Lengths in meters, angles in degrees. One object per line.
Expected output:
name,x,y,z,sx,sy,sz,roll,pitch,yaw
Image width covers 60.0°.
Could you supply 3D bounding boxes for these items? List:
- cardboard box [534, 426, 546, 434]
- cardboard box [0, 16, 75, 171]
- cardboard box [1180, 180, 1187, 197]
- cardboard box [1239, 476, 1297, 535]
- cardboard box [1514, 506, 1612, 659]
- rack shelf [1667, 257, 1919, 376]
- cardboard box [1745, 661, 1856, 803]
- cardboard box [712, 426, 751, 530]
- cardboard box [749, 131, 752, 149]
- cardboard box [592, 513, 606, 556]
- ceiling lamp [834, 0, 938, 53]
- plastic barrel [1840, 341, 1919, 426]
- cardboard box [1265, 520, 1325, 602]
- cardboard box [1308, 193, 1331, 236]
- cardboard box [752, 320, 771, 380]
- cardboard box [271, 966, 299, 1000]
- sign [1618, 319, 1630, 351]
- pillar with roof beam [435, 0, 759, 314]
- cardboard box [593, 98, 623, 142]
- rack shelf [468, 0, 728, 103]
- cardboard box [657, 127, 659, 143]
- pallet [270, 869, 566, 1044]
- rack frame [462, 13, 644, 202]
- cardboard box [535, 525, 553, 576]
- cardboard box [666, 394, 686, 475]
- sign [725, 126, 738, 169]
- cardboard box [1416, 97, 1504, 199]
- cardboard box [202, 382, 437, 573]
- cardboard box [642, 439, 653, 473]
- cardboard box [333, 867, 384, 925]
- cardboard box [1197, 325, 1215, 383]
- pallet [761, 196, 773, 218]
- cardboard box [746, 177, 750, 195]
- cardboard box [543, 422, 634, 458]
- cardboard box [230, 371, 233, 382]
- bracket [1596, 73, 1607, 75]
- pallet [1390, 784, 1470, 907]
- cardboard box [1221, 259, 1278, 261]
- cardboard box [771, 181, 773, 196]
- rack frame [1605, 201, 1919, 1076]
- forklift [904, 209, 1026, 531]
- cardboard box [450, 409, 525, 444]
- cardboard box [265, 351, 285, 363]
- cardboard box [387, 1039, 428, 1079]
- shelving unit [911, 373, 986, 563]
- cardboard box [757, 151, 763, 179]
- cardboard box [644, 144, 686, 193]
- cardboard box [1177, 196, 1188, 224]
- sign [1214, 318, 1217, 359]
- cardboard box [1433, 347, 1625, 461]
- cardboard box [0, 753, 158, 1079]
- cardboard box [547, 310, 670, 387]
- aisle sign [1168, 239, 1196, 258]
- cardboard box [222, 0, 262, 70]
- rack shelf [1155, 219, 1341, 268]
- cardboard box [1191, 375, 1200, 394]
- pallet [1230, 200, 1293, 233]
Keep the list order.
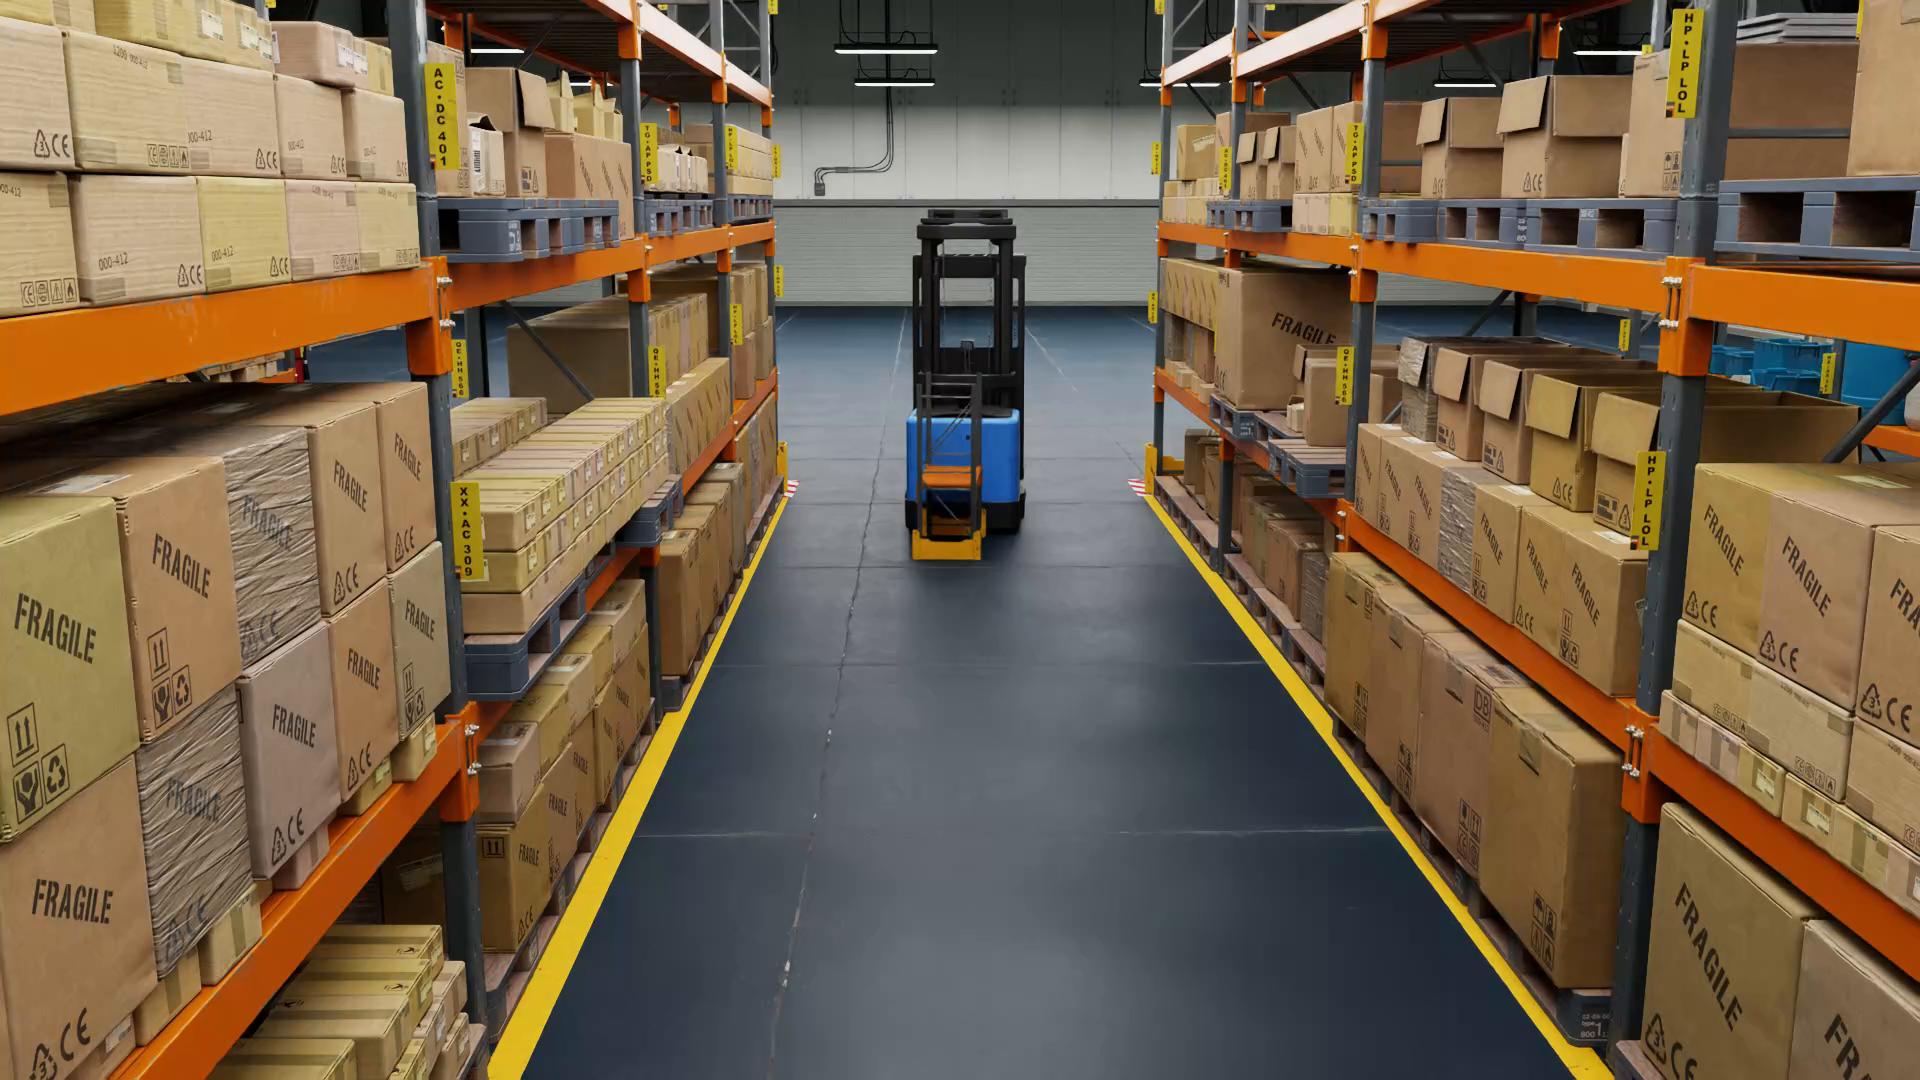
cardboard box,-2.444,-0.529,8.948,0.380,0.149,0.250,0,11,1
cardboard box,-1.848,-0.741,2.743,0.500,0.250,0.500,0,11,0
cardboard box,2.289,-3.320,15.707,0.380,0.149,0.250,0,11,-1
cardboard box,2.657,-0.253,13.992,0.500,0.500,0.500,-1,11,-3
cardboard box,2.504,0.159,6.482,0.500,0.500,0.500,0,11,1
rack shelf,2.831,-0.322,3.368,1.077,0.370,4.000,0,11,-1
cardboard box,2.543,0.519,4.587,0.500,0.250,0.500,0,11,-1
cardboard box,-2.279,-0.482,14.179,0.875,0.875,0.875,0,11,0
cardboard box,-2.031,-3.512,14.598,0.380,0.149,0.250,0,11,-1
cardboard box,-1.751,-0.024,7.211,0.380,0.149,0.250,0,11,-2
ceiling lamp,-1.430,-11.019,32.058,2.000,3.185,0.800,0,11,-1
plastic barrel,7.282,-1.381,13.059,0.600,0.901,0.708,0,11,-1
cardboard box,2.619,0.145,11.980,0.700,0.500,0.500,-1,12,-6
cardboard box,2.429,-1.986,10.137,0.500,0.250,0.500,0,11,-1
cardboard box,-2.333,-1.878,16.395,0.875,0.550,0.550,0,11,-1
cardboard box,-2.371,1.367,5.394,0.380,0.149,0.250,0,11,1
sign,6.944,-2.142,17.378,0.100,0.325,0.005,0,11,-1
pillar with roof beam,-9.531,-10.705,45.192,9.100,9.000,0.548,0,11,-1
cardboard box,-1.985,-2.212,8.697,0.396,0.266,0.258,0,11,-1
rack shelf,-2.295,-3.186,10.947,1.077,0.370,4.000,0,11,-1
cardboard box,-2.667,-3.306,13.587,0.380,0.149,0.250,0,11,-1
pallet,-2.188,1.610,6.593,1.003,0.211,1.213,0,11,-1
rack frame,-2.254,-3.337,8.876,1.000,3.000,0.127,0,11,-1
cardboard box,-1.726,0.038,6.156,0.380,0.149,0.250,0,11,-2
cardboard box,-2.006,-0.638,10.406,0.500,0.500,0.500,0,11,-2
sign,-1.794,-3.074,13.031,0.100,0.325,0.005,0,11,-1
cardboard box,2.792,-2.003,8.527,0.797,0.503,0.637,0,11,2
cardboard box,-1.891,-0.194,4.959,0.500,0.500,0.500,-1,11,-3
cardboard box,-1.773,-0.424,8.432,0.380,0.149,0.250,0,11,0
cardboard box,-2.438,1.271,6.480,0.500,0.500,0.500,0,11,-2
cardboard box,2.591,-1.676,14.774,0.875,0.500,0.500,0,11,-1
pallet,-2.393,-3.267,16.295,1.003,0.211,1.213,0,11,-1
cardboard box,-2.027,-3.070,14.427,0.380,0.149,0.250,0,11,-2
cardboard box,-1.768,-0.473,7.925,0.380,0.149,0.250,0,11,-1
cardboard box,-7.144,-1.547,15.771,0.380,0.149,0.250,0,11,0
bracket,17.312,-12.497,44.971,0.235,0.232,0.430,0,11,-1
pallet,2.671,1.368,7.784,1.003,0.211,1.213,0,11,-1
cardboard box,2.817,-2.465,16.150,0.500,0.500,0.500,0,11,-1
cardboard box,-2.073,-3.524,16.667,0.380,0.149,0.250,0,11,-1
rack frame,2.790,0.398,5.554,1.000,3.000,0.127,0,11,-1
forklift,0.093,-1.760,16.362,1.130,2.935,3.031,1,11,3
cardboard box,-2.429,-0.577,8.436,0.380,0.149,0.250,0,11,-1
cardboard box,-7.079,-2.035,16.546,0.500,0.500,0.500,0,11,-2
cardboard box,-1.805,1.612,4.936,0.380,0.149,0.250,-1,11,-3
shelving unit,-0.089,-0.650,14.489,0.587,1.500,1.083,1,11,3
cardboard box,-2.110,-3.489,15.490,0.500,0.250,0.500,0,11,-1
cardboard box,-2.070,-2.425,10.839,0.500,0.311,0.500,0,11,-2
cardboard box,2.317,-3.086,15.561,0.500,0.250,0.500,0,11,-1
sign,2.082,-1.613,13.288,0.100,0.325,0.005,0,11,-1
cardboard box,2.717,-0.663,8.009,0.797,0.503,0.637,0,11,0
cardboard box,-1.855,0.704,3.044,0.500,0.500,0.500,0,11,0
cardboard box,-2.277,-1.228,10.801,0.700,0.500,0.500,0,11,-2
aisle sign,2.241,-3.273,17.108,0.394,0.787,0.004,0,11,-1
cardboard box,-1.861,-1.171,3.858,0.380,0.149,0.250,-1,11,-3
rack shelf,2.583,-2.708,15.126,1.077,0.370,4.000,0,11,-1
cardboard box,2.310,-1.409,15.093,0.380,0.149,0.250,0,11,-1
pallet,2.556,-2.241,11.490,1.213,0.211,1.003,0,11,-1
